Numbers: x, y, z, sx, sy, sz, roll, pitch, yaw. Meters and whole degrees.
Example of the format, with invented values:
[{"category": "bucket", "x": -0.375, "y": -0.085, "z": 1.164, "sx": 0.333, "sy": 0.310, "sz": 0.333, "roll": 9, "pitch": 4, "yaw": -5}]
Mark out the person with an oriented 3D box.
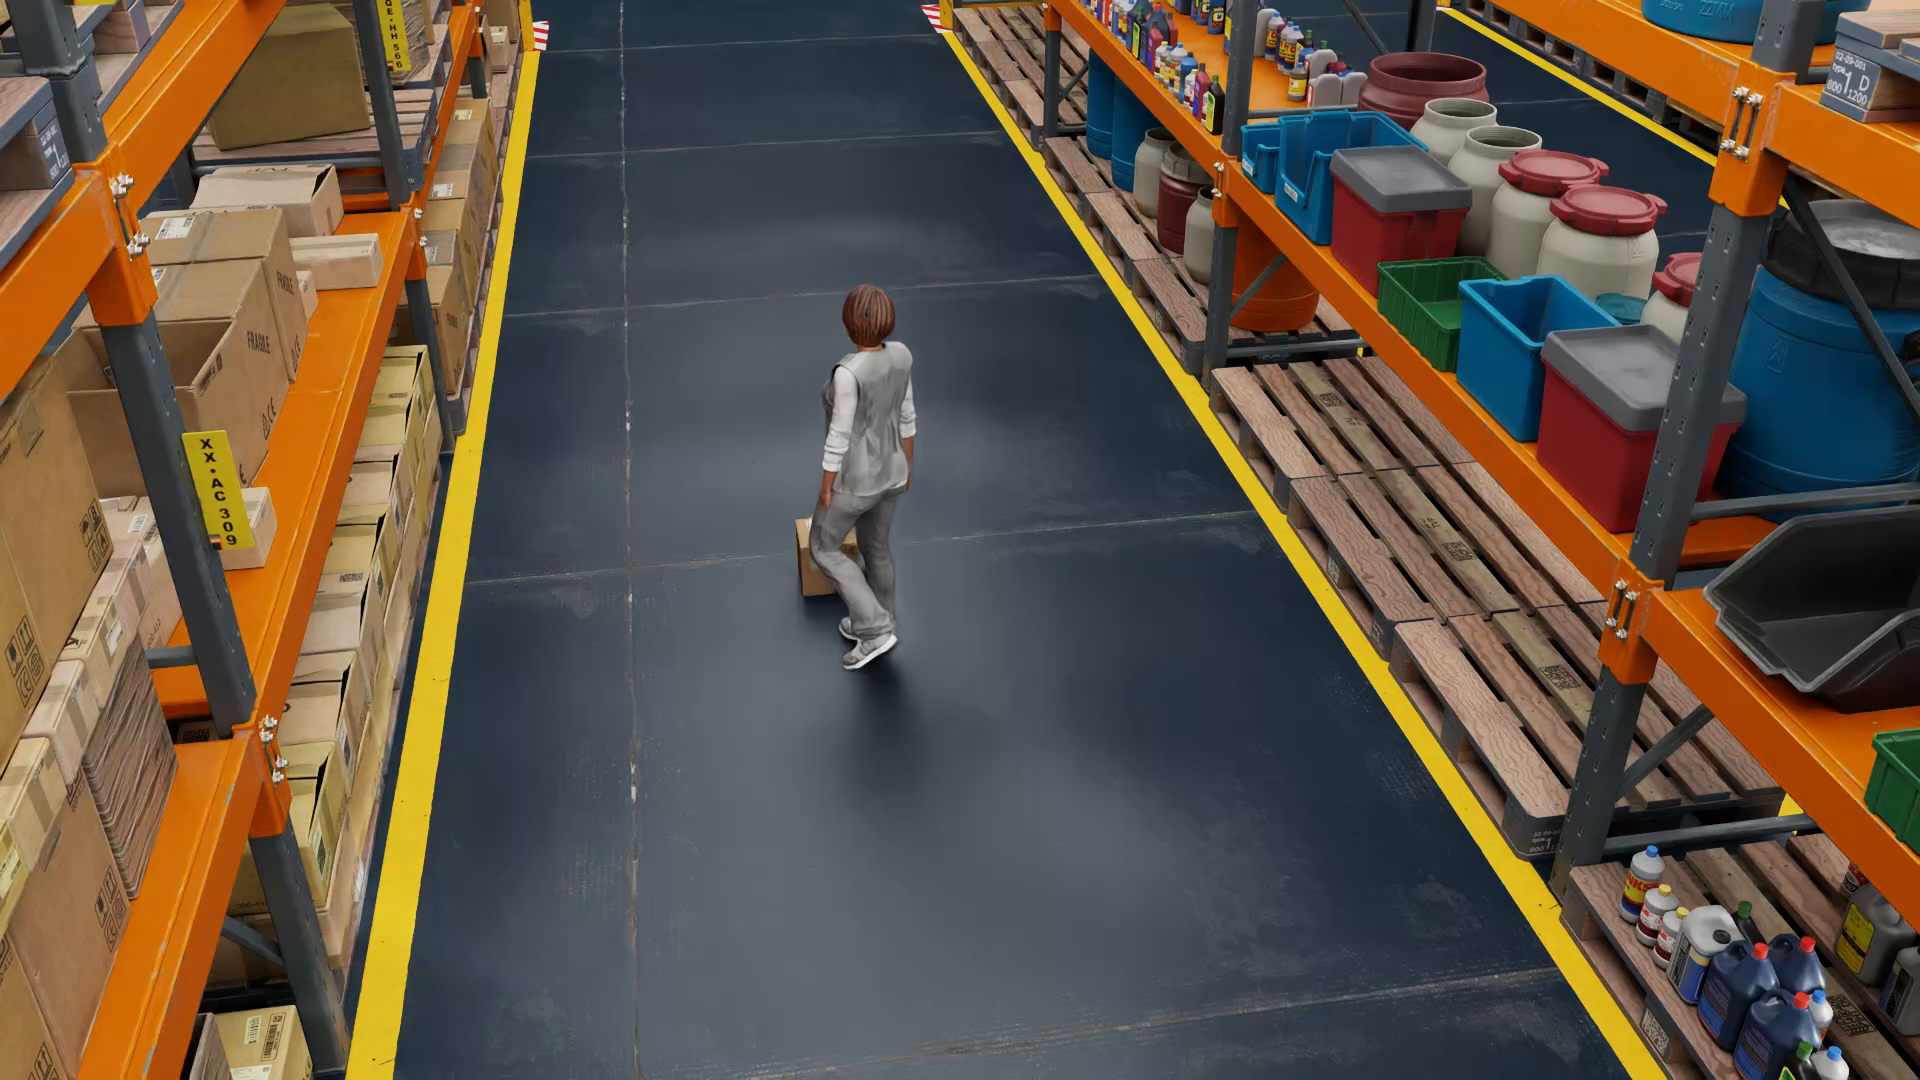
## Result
[{"category": "person", "x": -0.353, "y": -0.235, "z": 6.511, "sx": 0.419, "sy": 1.598, "sz": 0.435, "roll": 23, "pitch": 38, "yaw": 33}]
